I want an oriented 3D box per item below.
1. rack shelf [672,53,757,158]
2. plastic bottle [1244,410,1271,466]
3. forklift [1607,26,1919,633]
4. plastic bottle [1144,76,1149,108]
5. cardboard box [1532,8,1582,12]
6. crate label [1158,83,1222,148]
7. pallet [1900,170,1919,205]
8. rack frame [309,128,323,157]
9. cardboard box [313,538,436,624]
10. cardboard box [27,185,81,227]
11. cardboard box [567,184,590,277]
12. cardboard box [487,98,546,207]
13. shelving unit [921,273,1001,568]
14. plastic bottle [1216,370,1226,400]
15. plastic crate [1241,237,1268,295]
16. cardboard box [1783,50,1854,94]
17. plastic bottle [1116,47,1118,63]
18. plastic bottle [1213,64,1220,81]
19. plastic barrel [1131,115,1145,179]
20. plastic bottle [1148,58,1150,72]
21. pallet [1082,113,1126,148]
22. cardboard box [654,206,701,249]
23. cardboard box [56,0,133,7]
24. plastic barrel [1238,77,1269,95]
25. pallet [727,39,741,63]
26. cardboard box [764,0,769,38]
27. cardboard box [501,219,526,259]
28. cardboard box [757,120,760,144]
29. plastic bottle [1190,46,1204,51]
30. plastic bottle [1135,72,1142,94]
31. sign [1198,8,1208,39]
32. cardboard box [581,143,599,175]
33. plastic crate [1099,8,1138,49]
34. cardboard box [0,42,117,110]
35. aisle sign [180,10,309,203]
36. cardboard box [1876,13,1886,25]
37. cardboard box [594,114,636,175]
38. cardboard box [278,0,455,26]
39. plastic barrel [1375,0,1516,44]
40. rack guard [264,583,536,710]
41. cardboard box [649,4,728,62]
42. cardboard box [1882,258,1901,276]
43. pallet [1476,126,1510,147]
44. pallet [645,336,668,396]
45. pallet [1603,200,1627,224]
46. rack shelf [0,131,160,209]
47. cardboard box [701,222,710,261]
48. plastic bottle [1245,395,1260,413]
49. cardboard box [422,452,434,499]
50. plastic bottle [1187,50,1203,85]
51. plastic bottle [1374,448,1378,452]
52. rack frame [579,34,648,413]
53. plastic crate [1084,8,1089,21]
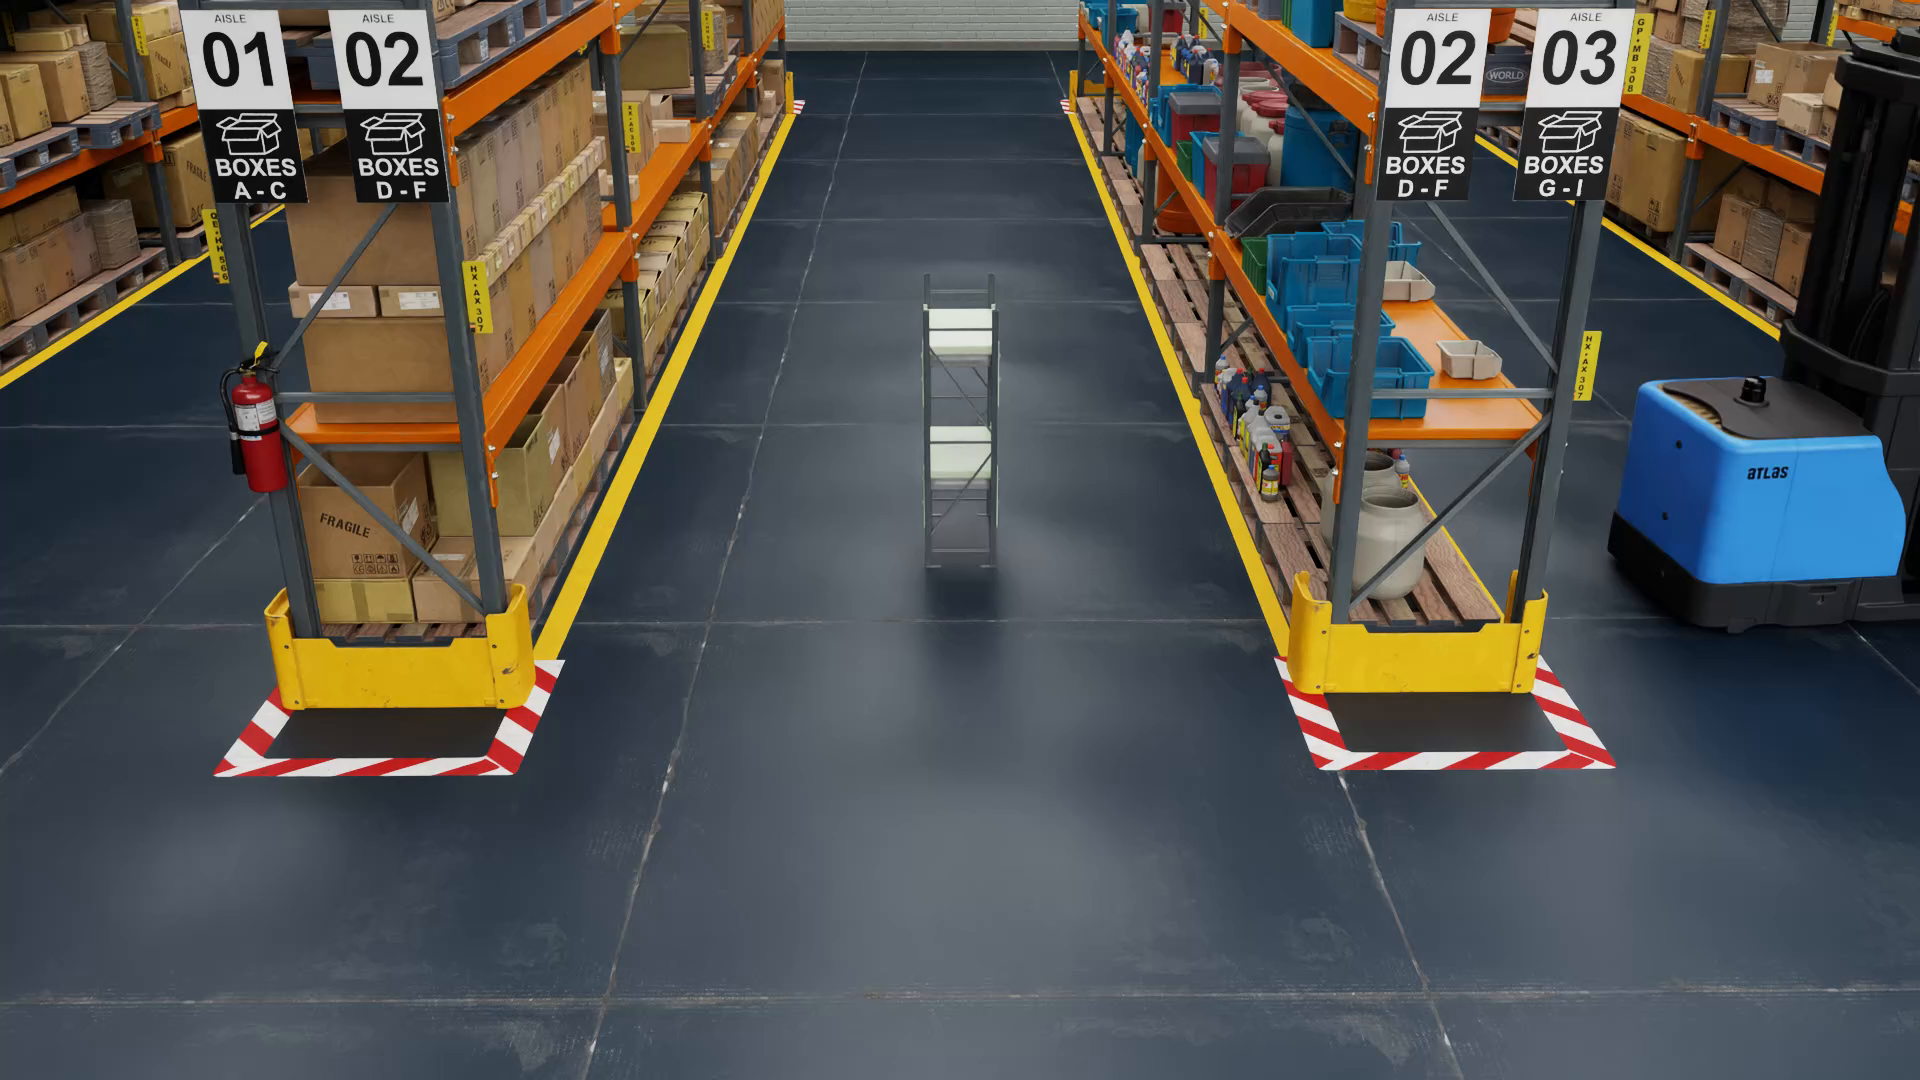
[{"bbox_3d":[-2.789,-4.431,16.781,1.077,0.370,4.000,0,24,-1],"label":"rack shelf"},{"bbox_3d":[1.832,-0.637,10.199,0.144,0.351,0.185,1,24,2],"label":"plastic bottle"},{"bbox_3d":[5.229,-1.100,8.626,3.031,2.935,1.130,-3,24,-6],"label":"forklift"},{"bbox_3d":[1.752,-4.162,15.455,0.061,0.283,0.133,0,24,-1],"label":"plastic bottle"},{"bbox_3d":[6.823,-6.223,18.781,0.500,0.500,0.500,0,24,1],"label":"cardboard box"},{"bbox_3d":[1.926,-3.561,13.941,0.502,0.435,0.616,0,24,-1],"label":"crate label"},{"bbox_3d":[7.319,-2.558,11.998,1.003,0.211,1.213,0,24,-1],"label":"pallet"},{"bbox_3d":[-7.764,-5.559,18.402,1.000,3.000,0.127,0,24,-1],"label":"rack frame"},{"bbox_3d":[-2.981,0.203,8.487,0.500,0.250,0.500,0,24,-1],"label":"cardboard box"},{"bbox_3d":[-7.717,-2.783,13.852,0.500,0.250,0.500,0,24,0],"label":"cardboard box"},{"bbox_3d":[-2.700,-1.932,10.260,0.700,0.500,0.500,-1,24,-1],"label":"cardboard box"},{"bbox_3d":[-2.696,-2.120,9.102,0.700,0.500,0.500,0,24,-1],"label":"cardboard box"},{"bbox_3d":[0.000,-0.681,9.435,0.431,1.500,0.755,0,24,-1],"label":"shelving unit"},{"bbox_3d":[1.796,-1.058,11.310,0.097,0.201,0.097,0,24,0],"label":"plastic bottle"},{"bbox_3d":[1.962,-1.650,10.016,0.450,0.188,0.662,0,24,-1],"label":"plastic crate"},{"bbox_3d":[7.291,-3.763,13.799,0.700,0.500,0.500,3,25,7],"label":"cardboard box"},{"bbox_3d":[1.741,-5.258,17.976,0.097,0.201,0.097,0,24,0],"label":"plastic bottle"},{"bbox_3d":[2.520,-4.505,16.228,0.097,0.271,0.097,0,24,0],"label":"plastic bottle"},{"bbox_3d":[2.139,-4.323,17.705,0.600,0.901,0.708,0,24,-1],"label":"plastic barrel"},{"bbox_3d":[1.885,-4.615,16.455,0.061,0.283,0.133,0,24,-1],"label":"plastic bottle"},{"bbox_3d":[2.079,-5.140,20.859,1.003,0.211,1.213,0,24,-1],"label":"pallet"},{"bbox_3d":[-2.503,-2.700,14.226,0.500,0.311,0.500,-1,24,-1],"label":"cardboard box"},{"bbox_3d":[-7.987,-4.842,15.399,0.500,0.250,0.500,-1,24,-2],"label":"cardboard box"},{"bbox_3d":[2.411,-3.584,13.898,0.421,0.512,0.421,0,24,0],"label":"plastic barrel"},{"bbox_3d":[-2.911,-5.166,17.765,1.003,0.211,1.213,0,24,-1],"label":"pallet"},{"bbox_3d":[-2.556,-6.257,19.823,0.500,0.500,0.500,0,24,-1],"label":"cardboard box"},{"bbox_3d":[-2.482,-1.568,8.667,0.380,0.149,0.250,-1,24,-2],"label":"cardboard box"},{"bbox_3d":[-2.599,-4.732,19.303,0.500,0.311,0.500,0,24,-1],"label":"cardboard box"},{"bbox_3d":[2.479,-5.028,17.378,0.152,0.276,0.135,0,24,-1],"label":"plastic bottle"},{"bbox_3d":[1.762,-4.453,16.198,0.097,0.201,0.097,0,24,0],"label":"plastic bottle"},{"bbox_3d":[2.692,-5.732,18.447,0.100,0.325,0.005,0,24,-1],"label":"sign"},{"bbox_3d":[-2.506,-2.415,10.541,0.380,0.149,0.250,-1,24,-2],"label":"cardboard box"},{"bbox_3d":[1.796,-5.815,18.913,0.392,0.384,0.575,0,24,-1],"label":"plastic crate"},{"bbox_3d":[-7.705,-3.963,14.218,0.700,0.500,0.500,-3,25,-7],"label":"cardboard box"},{"bbox_3d":[-2.973,-1.794,6.923,0.394,0.787,0.004,0,24,-1],"label":"aisle sign"},{"bbox_3d":[11.800,-6.572,20.945,0.380,0.149,0.250,0,24,-1],"label":"cardboard box"},{"bbox_3d":[-2.721,-2.866,12.325,0.500,0.500,0.500,1,24,3],"label":"cardboard box"},{"bbox_3d":[-2.682,-2.544,7.290,0.797,0.503,0.637,1,24,3],"label":"cardboard box"},{"bbox_3d":[2.141,-2.612,7.216,0.600,0.830,0.708,0,24,-1],"label":"plastic barrel"},{"bbox_3d":[-2.680,0.510,8.015,1.175,0.500,0.348,0,24,-1],"label":"rack guard"},{"bbox_3d":[-2.730,-5.092,16.738,0.700,0.500,0.500,-6,25,-14],"label":"cardboard box"},{"bbox_3d":[7.211,-1.841,12.680,0.700,0.500,0.500,0,24,-1],"label":"cardboard box"},{"bbox_3d":[7.149,-5.173,20.932,1.003,0.211,1.213,0,24,-1],"label":"pallet"},{"bbox_3d":[-2.771,-1.320,12.411,1.003,0.211,1.213,0,24,-1],"label":"pallet"},{"bbox_3d":[7.195,-3.534,17.308,1.003,0.211,1.213,0,24,-1],"label":"pallet"},{"bbox_3d":[-7.699,-2.759,13.084,1.077,0.370,4.000,0,24,-1],"label":"rack shelf"},{"bbox_3d":[-2.518,-2.658,14.813,0.500,0.250,0.500,0,24,1],"label":"cardboard box"},{"bbox_3d":[1.864,-0.792,10.638,0.097,0.271,0.097,0,24,0],"label":"plastic bottle"},{"bbox_3d":[-3.009,-0.550,9.244,0.500,0.500,0.500,0,24,-1],"label":"cardboard box"},{"bbox_3d":[2.341,-4.694,16.549,0.144,0.351,0.185,0,24,-1],"label":"plastic bottle"},{"bbox_3d":[2.560,-0.547,10.097,0.097,0.271,0.097,0,24,0],"label":"plastic bottle"},{"bbox_3d":[-2.724,-2.287,11.166,1.000,3.000,0.127,0,24,-1],"label":"rack frame"},{"bbox_3d":[1.700,-6.644,21.047,0.250,0.136,0.298,0,24,-1],"label":"plastic crate"}]
